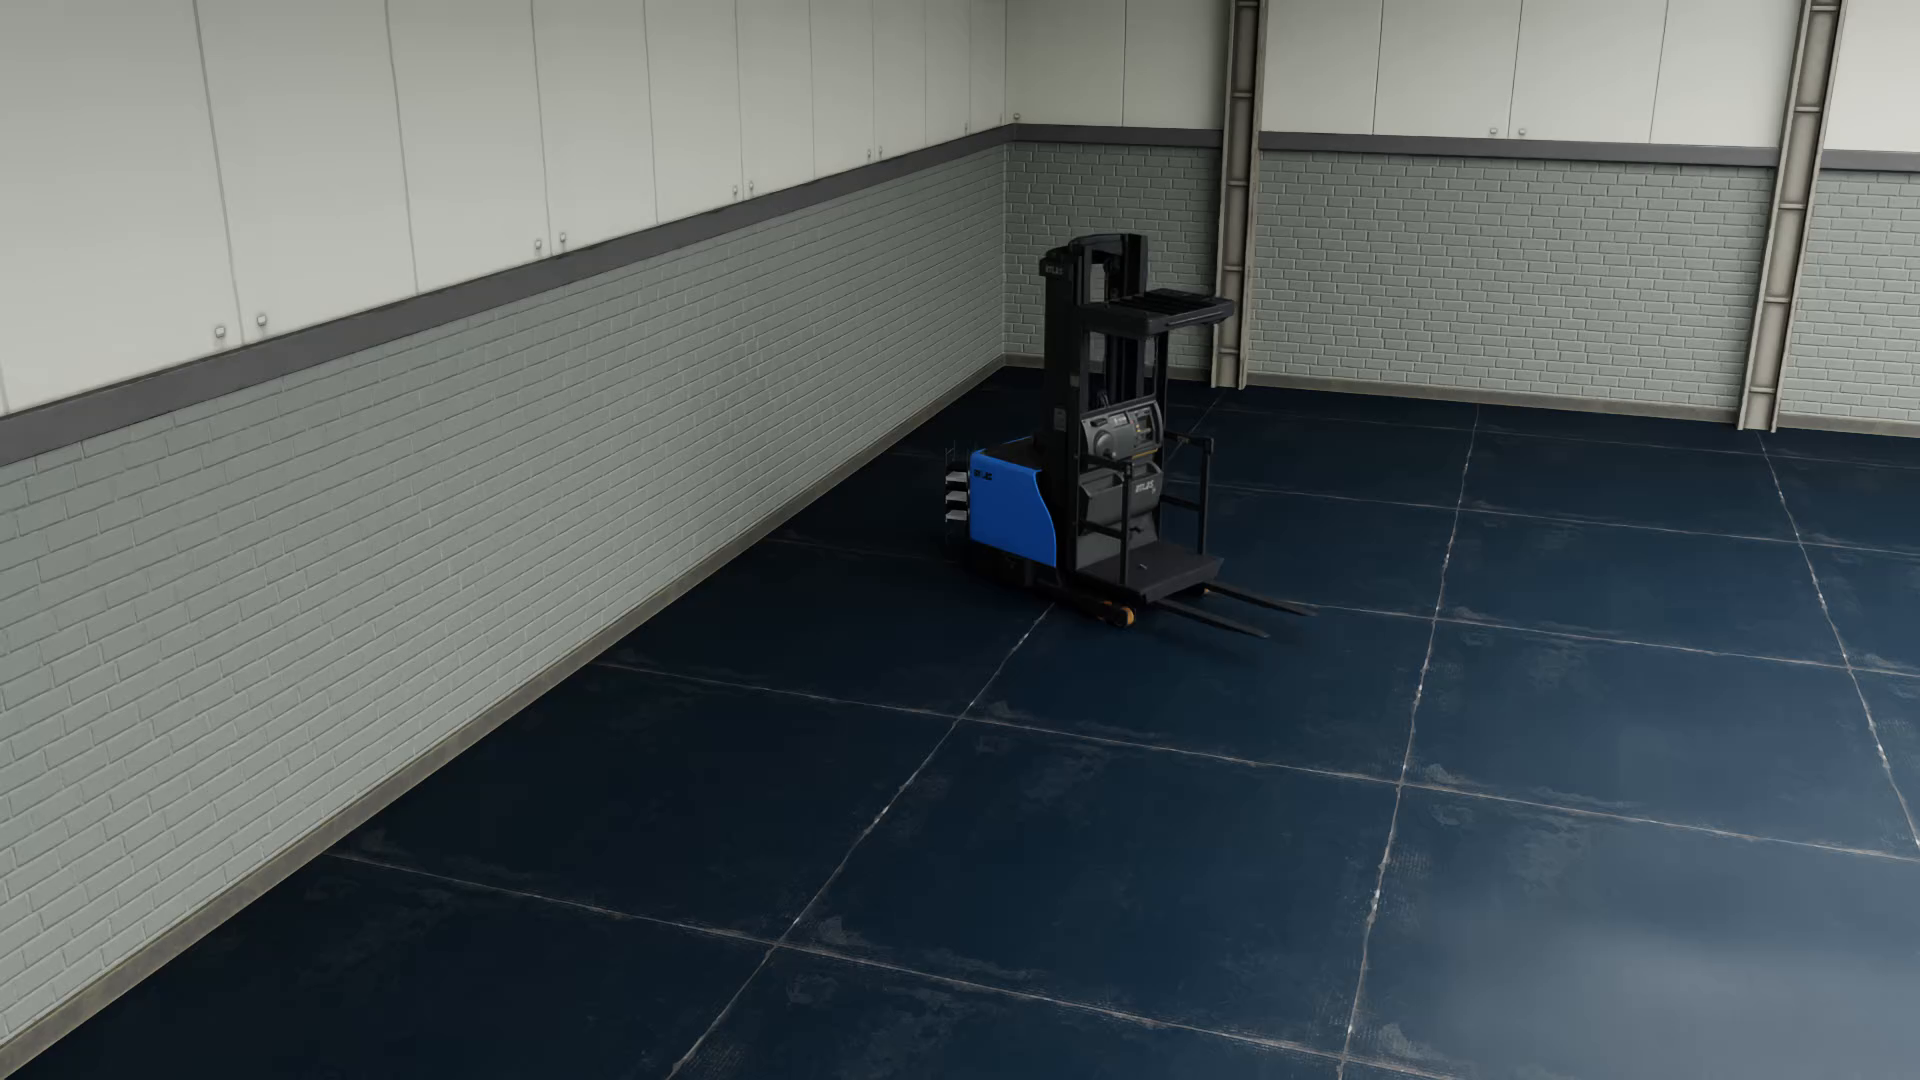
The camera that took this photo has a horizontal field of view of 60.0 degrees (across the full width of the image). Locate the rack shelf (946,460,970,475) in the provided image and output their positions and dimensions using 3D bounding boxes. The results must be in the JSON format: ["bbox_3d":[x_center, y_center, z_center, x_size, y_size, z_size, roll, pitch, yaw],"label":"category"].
[{"bbox_3d":[0.008,-0.648,14.962,0.200,0.077,0.258,7,20,18],"label":"rack shelf"}]

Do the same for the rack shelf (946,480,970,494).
[{"bbox_3d":[0.008,-0.478,15.021,0.200,0.077,0.258,7,20,18],"label":"rack shelf"}]

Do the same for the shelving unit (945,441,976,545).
[{"bbox_3d":[0.008,-0.424,15.040,0.210,0.900,0.258,7,20,18],"label":"shelving unit"}]

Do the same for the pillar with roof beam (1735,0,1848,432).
[{"bbox_3d":[7.599,-4.185,13.524,0.400,9.000,9.100,7,20,18],"label":"pillar with roof beam"}]

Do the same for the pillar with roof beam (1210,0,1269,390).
[{"bbox_3d":[1.931,-4.833,15.384,0.400,9.000,9.100,7,20,18],"label":"pillar with roof beam"}]

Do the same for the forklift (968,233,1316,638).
[{"bbox_3d":[1.459,-0.879,13.261,1.130,2.935,3.031,-18,26,-41],"label":"forklift"}]

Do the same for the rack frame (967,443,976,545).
[{"bbox_3d":[0.104,-0.413,15.008,0.006,0.900,0.240,7,20,18],"label":"rack frame"}]

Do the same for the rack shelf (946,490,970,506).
[{"bbox_3d":[0.008,-0.393,15.051,0.200,0.077,0.258,7,20,18],"label":"rack shelf"}]

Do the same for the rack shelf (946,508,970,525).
[{"bbox_3d":[0.008,-0.223,15.110,0.200,0.077,0.258,7,20,18],"label":"rack shelf"}]

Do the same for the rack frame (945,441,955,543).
[{"bbox_3d":[-0.088,-0.435,15.071,0.006,0.900,0.240,7,20,18],"label":"rack frame"}]

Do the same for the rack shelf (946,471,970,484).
[{"bbox_3d":[0.008,-0.563,14.992,0.200,0.077,0.258,7,20,18],"label":"rack shelf"}]

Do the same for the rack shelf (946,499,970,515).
[{"bbox_3d":[0.008,-0.308,15.080,0.200,0.077,0.258,7,20,18],"label":"rack shelf"}]
